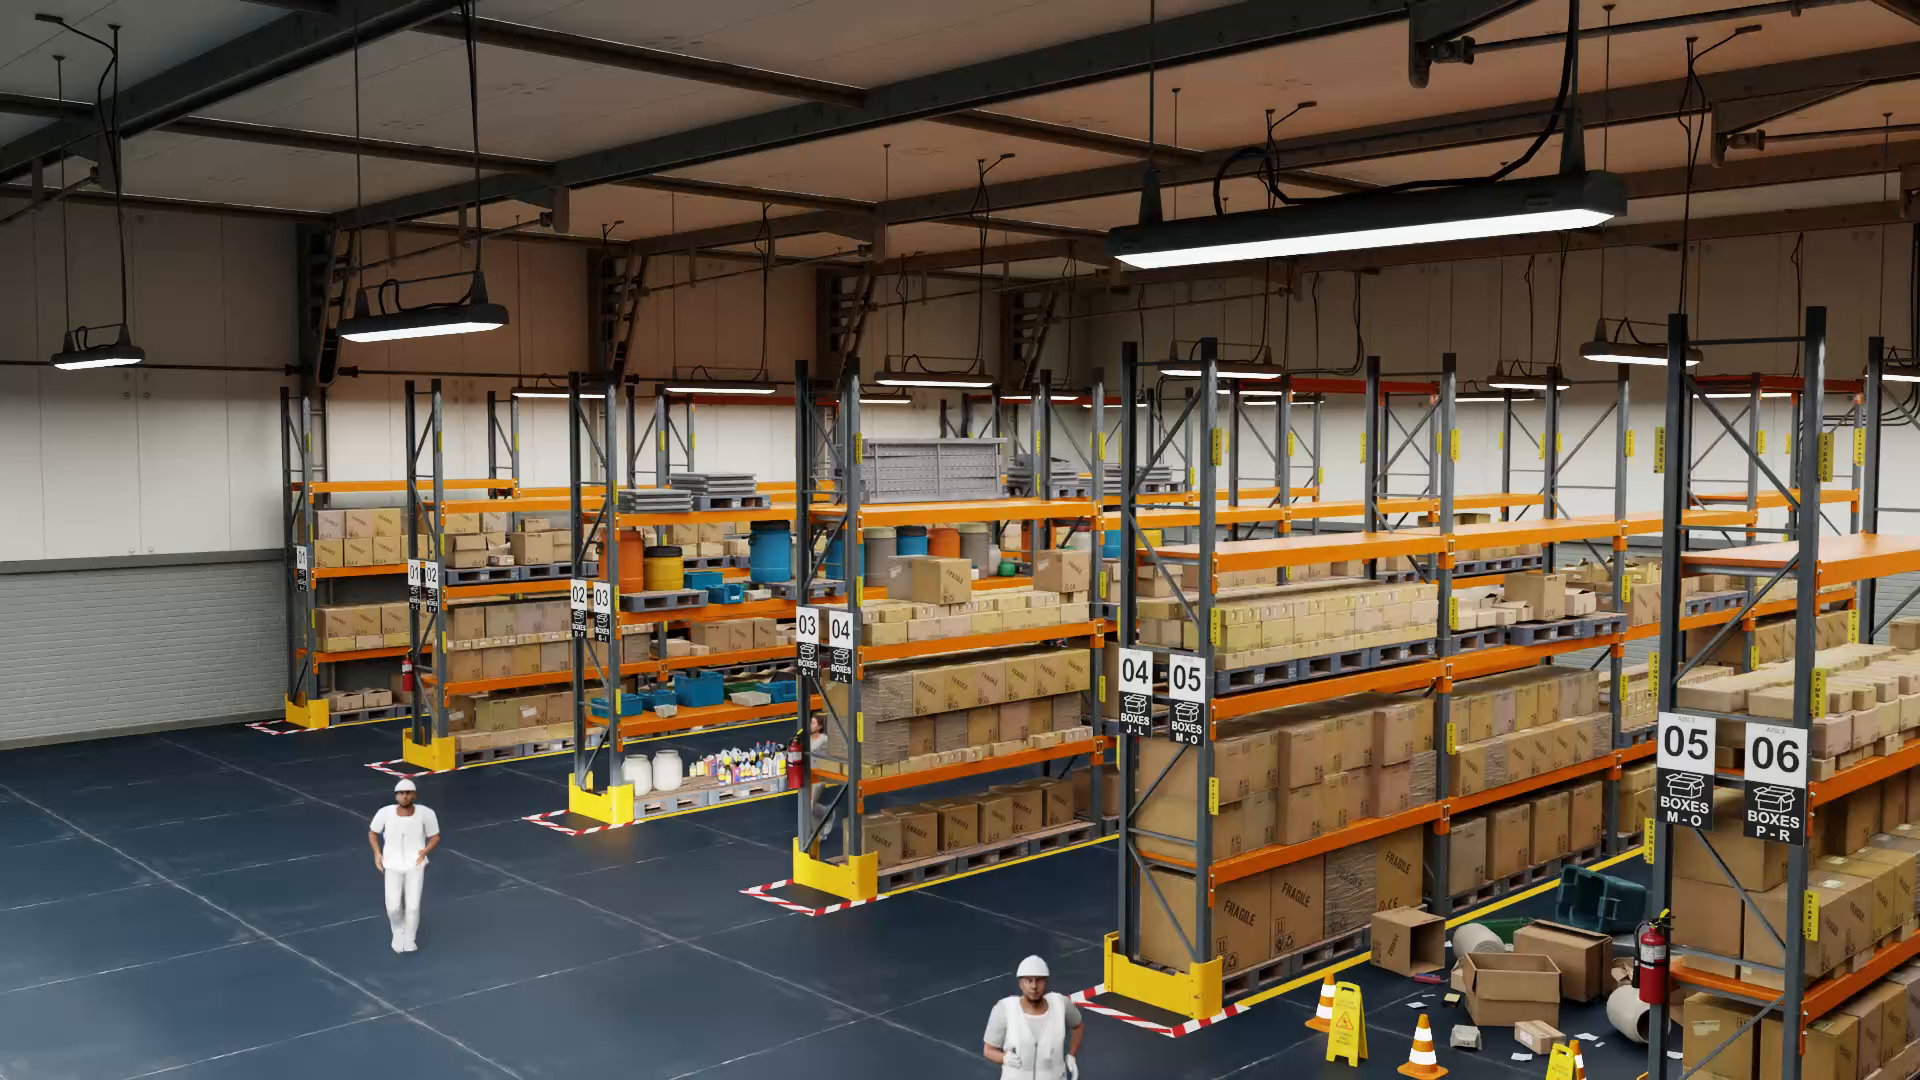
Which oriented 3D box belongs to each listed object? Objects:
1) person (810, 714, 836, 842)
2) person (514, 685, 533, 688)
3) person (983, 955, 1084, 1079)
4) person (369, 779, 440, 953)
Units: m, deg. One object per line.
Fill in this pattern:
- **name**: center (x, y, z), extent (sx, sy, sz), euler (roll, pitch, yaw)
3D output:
- **person**: center (-1.839, 3.012, 20.961), extent (0.558, 1.631, 0.555), euler (3, 4, 36)
- **person**: center (-7.561, 2.505, 28.895), extent (0.615, 1.664, 0.934), euler (4, 5, 44)
- **person**: center (0.476, 3.590, 10.683), extent (0.656, 1.840, 0.729), euler (0, 4, 2)
- **person**: center (-5.508, 3.245, 16.476), extent (0.679, 1.749, 0.534), euler (-1, 4, -15)
